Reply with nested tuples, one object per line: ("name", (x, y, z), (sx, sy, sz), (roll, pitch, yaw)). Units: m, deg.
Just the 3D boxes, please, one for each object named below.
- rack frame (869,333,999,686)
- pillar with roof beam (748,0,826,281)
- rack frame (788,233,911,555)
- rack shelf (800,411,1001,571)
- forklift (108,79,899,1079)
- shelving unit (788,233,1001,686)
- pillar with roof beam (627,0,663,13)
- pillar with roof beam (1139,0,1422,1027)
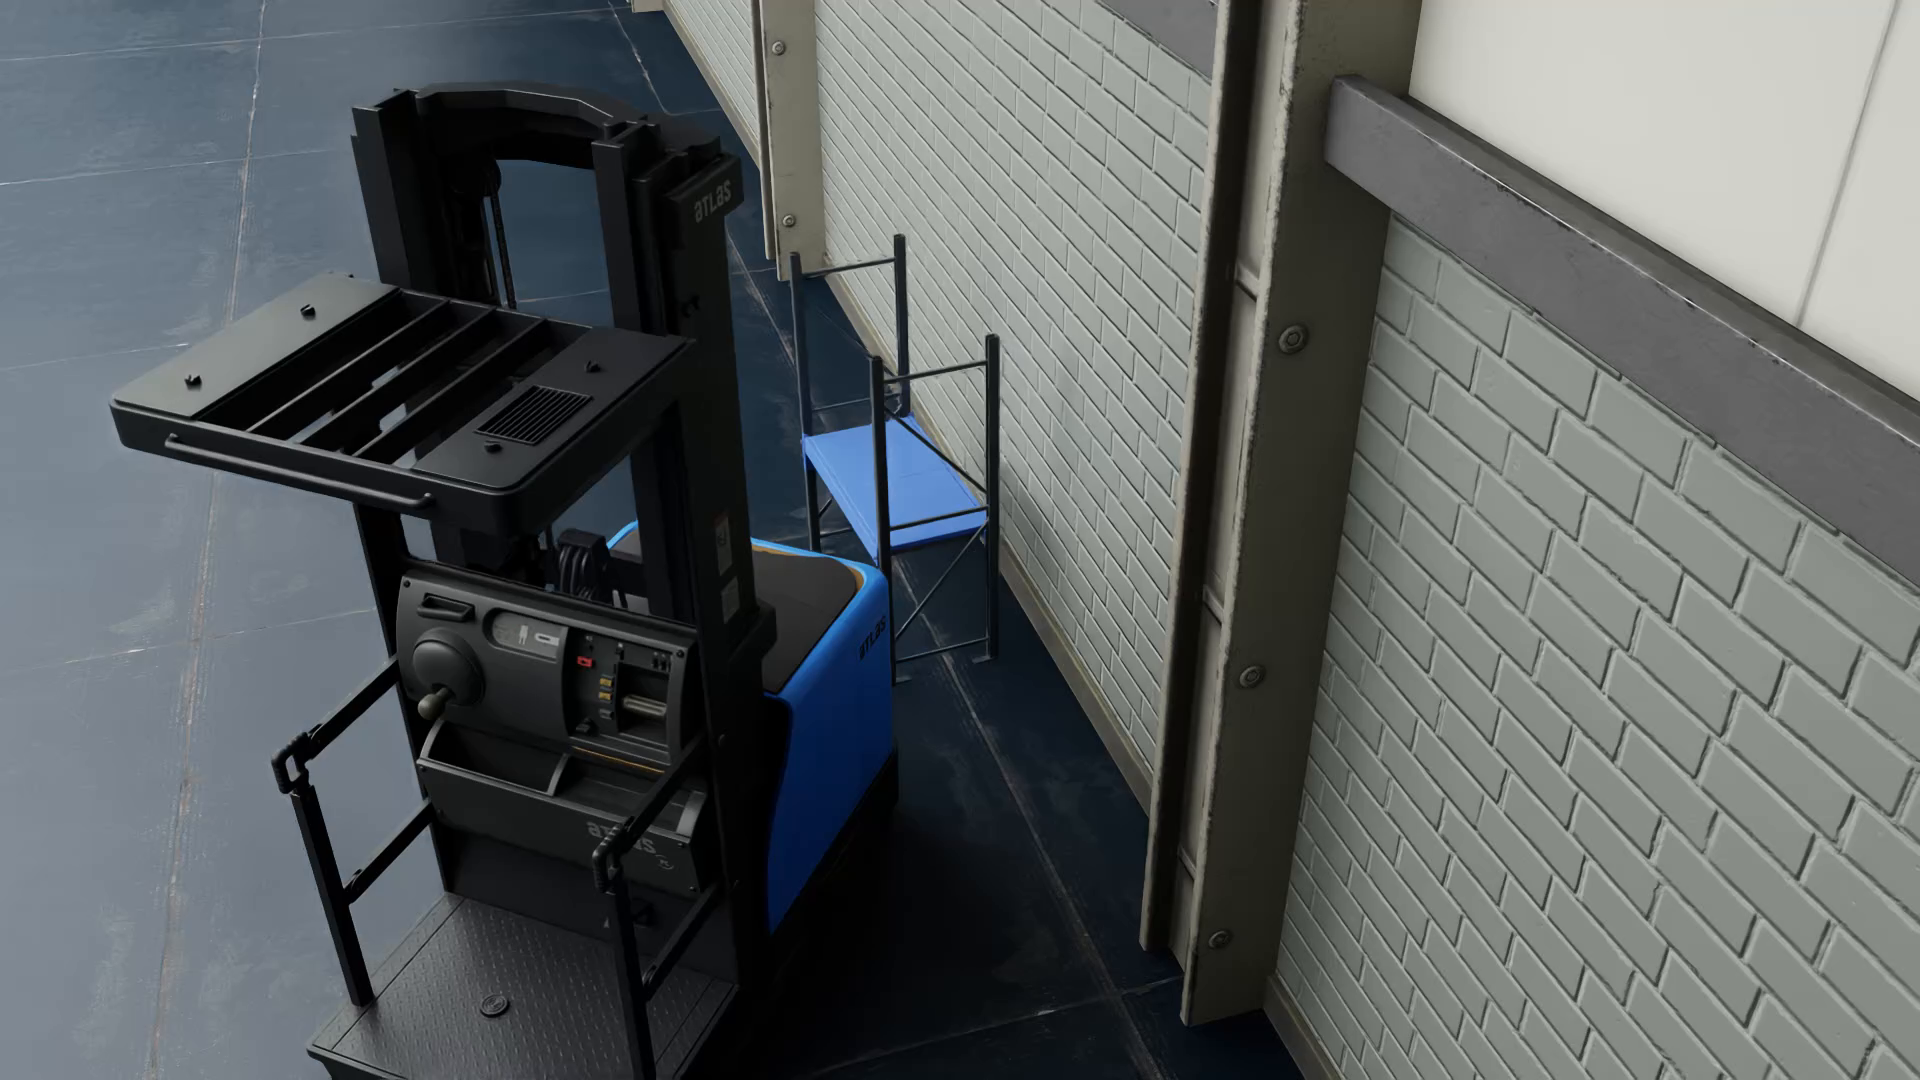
("rack frame", (-0.083, -0.083, 6.509), (0.500, 1.500, 0.032), (-13, 35, -18))
("pillar with roof beam", (-5.113, -4.737, 6.756), (9.100, 9.000, 0.400), (-10, 35, -15))
("rack frame", (-0.458, -0.599, 7.300), (0.500, 1.500, 0.032), (-13, 35, -18))
("rack shelf", (-0.268, -0.191, 7.004), (0.538, 0.185, 1.000), (-13, 35, -18))
("forklift", (-1.242, 0.424, 4.450), (1.130, 2.935, 3.031), (12, 35, 18))
("shelving unit", (-0.270, -0.341, 6.904), (0.538, 1.500, 1.048), (-13, 35, -18))
("pillar with roof beam", (-6.943, -7.887, 11.523), (9.100, 9.000, 0.400), (-10, 35, -15))
("pillar with roof beam", (-3.283, -1.587, 1.988), (9.100, 9.000, 0.400), (-10, 35, -15))
